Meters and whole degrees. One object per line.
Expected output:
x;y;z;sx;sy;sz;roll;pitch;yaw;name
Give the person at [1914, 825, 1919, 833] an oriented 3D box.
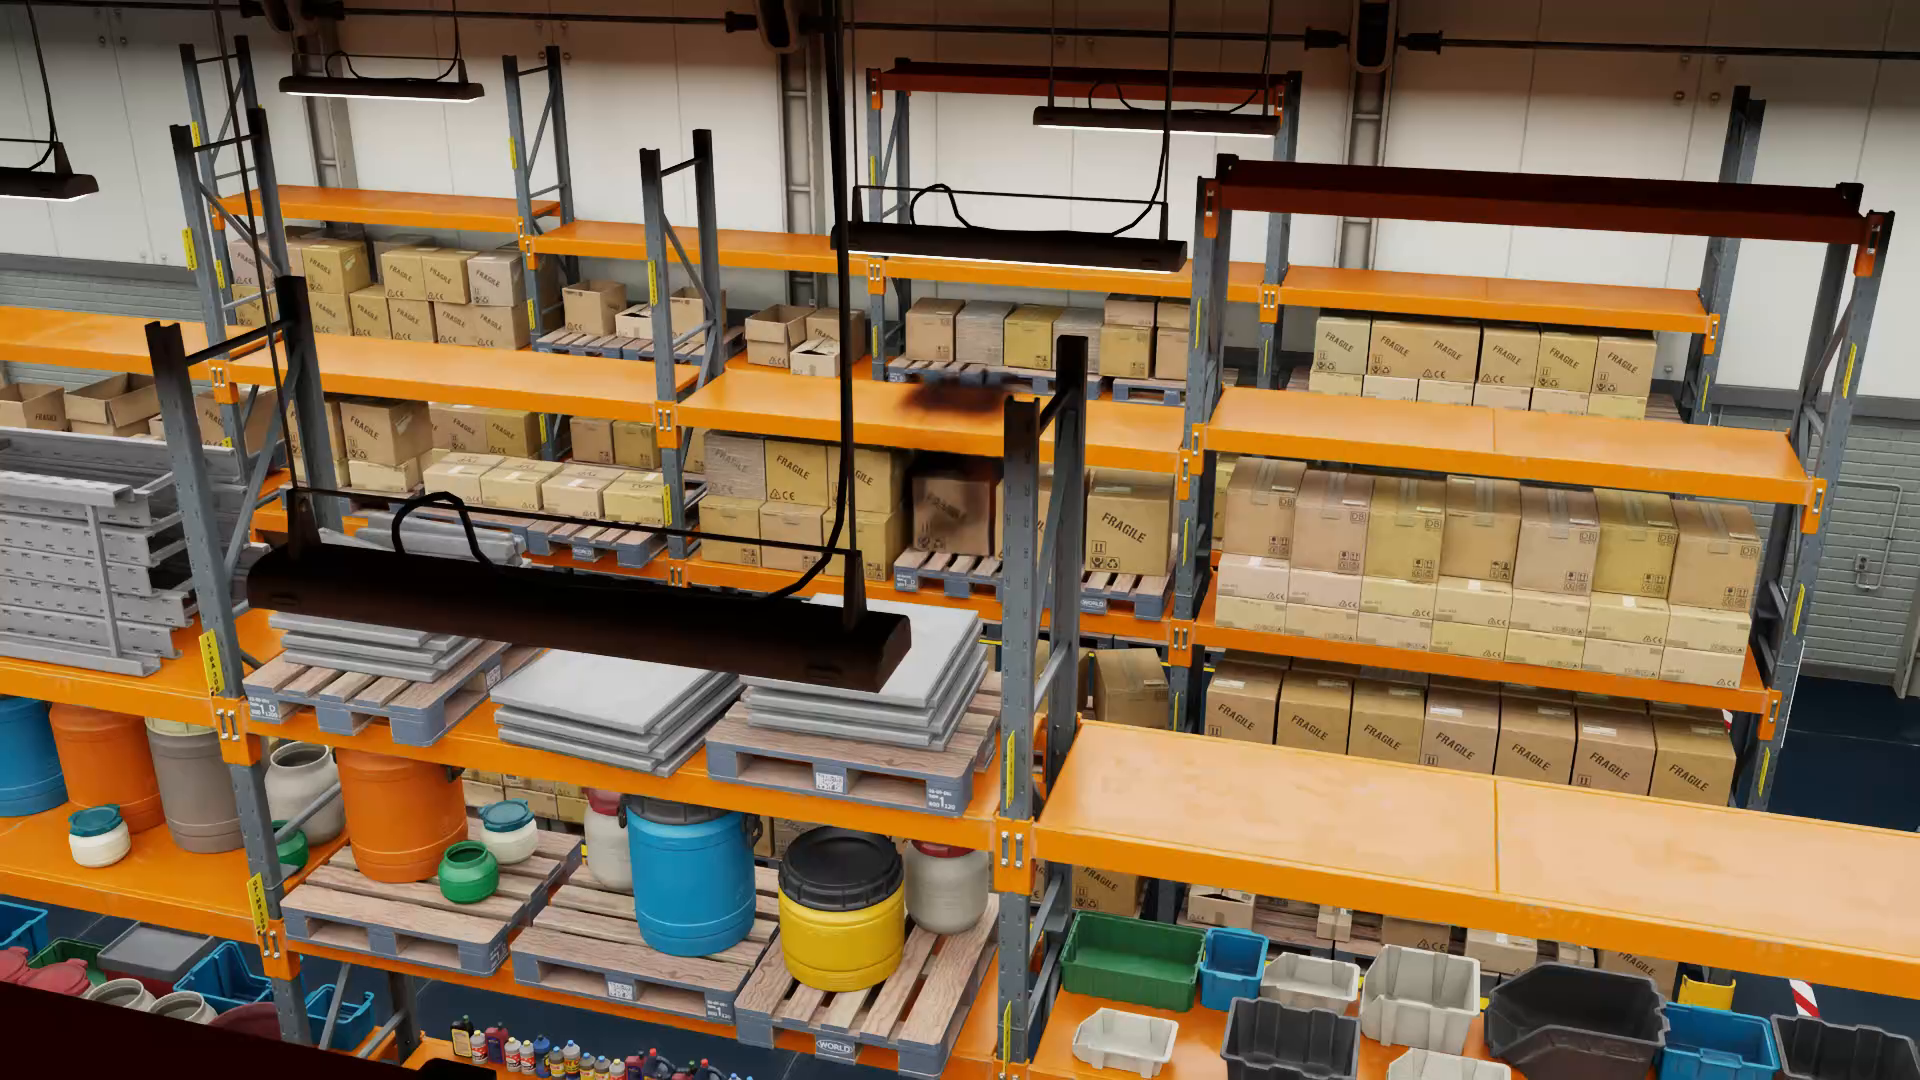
8.283;1.942;13.816;1.034;1.715;0.570;7;24;17;person
